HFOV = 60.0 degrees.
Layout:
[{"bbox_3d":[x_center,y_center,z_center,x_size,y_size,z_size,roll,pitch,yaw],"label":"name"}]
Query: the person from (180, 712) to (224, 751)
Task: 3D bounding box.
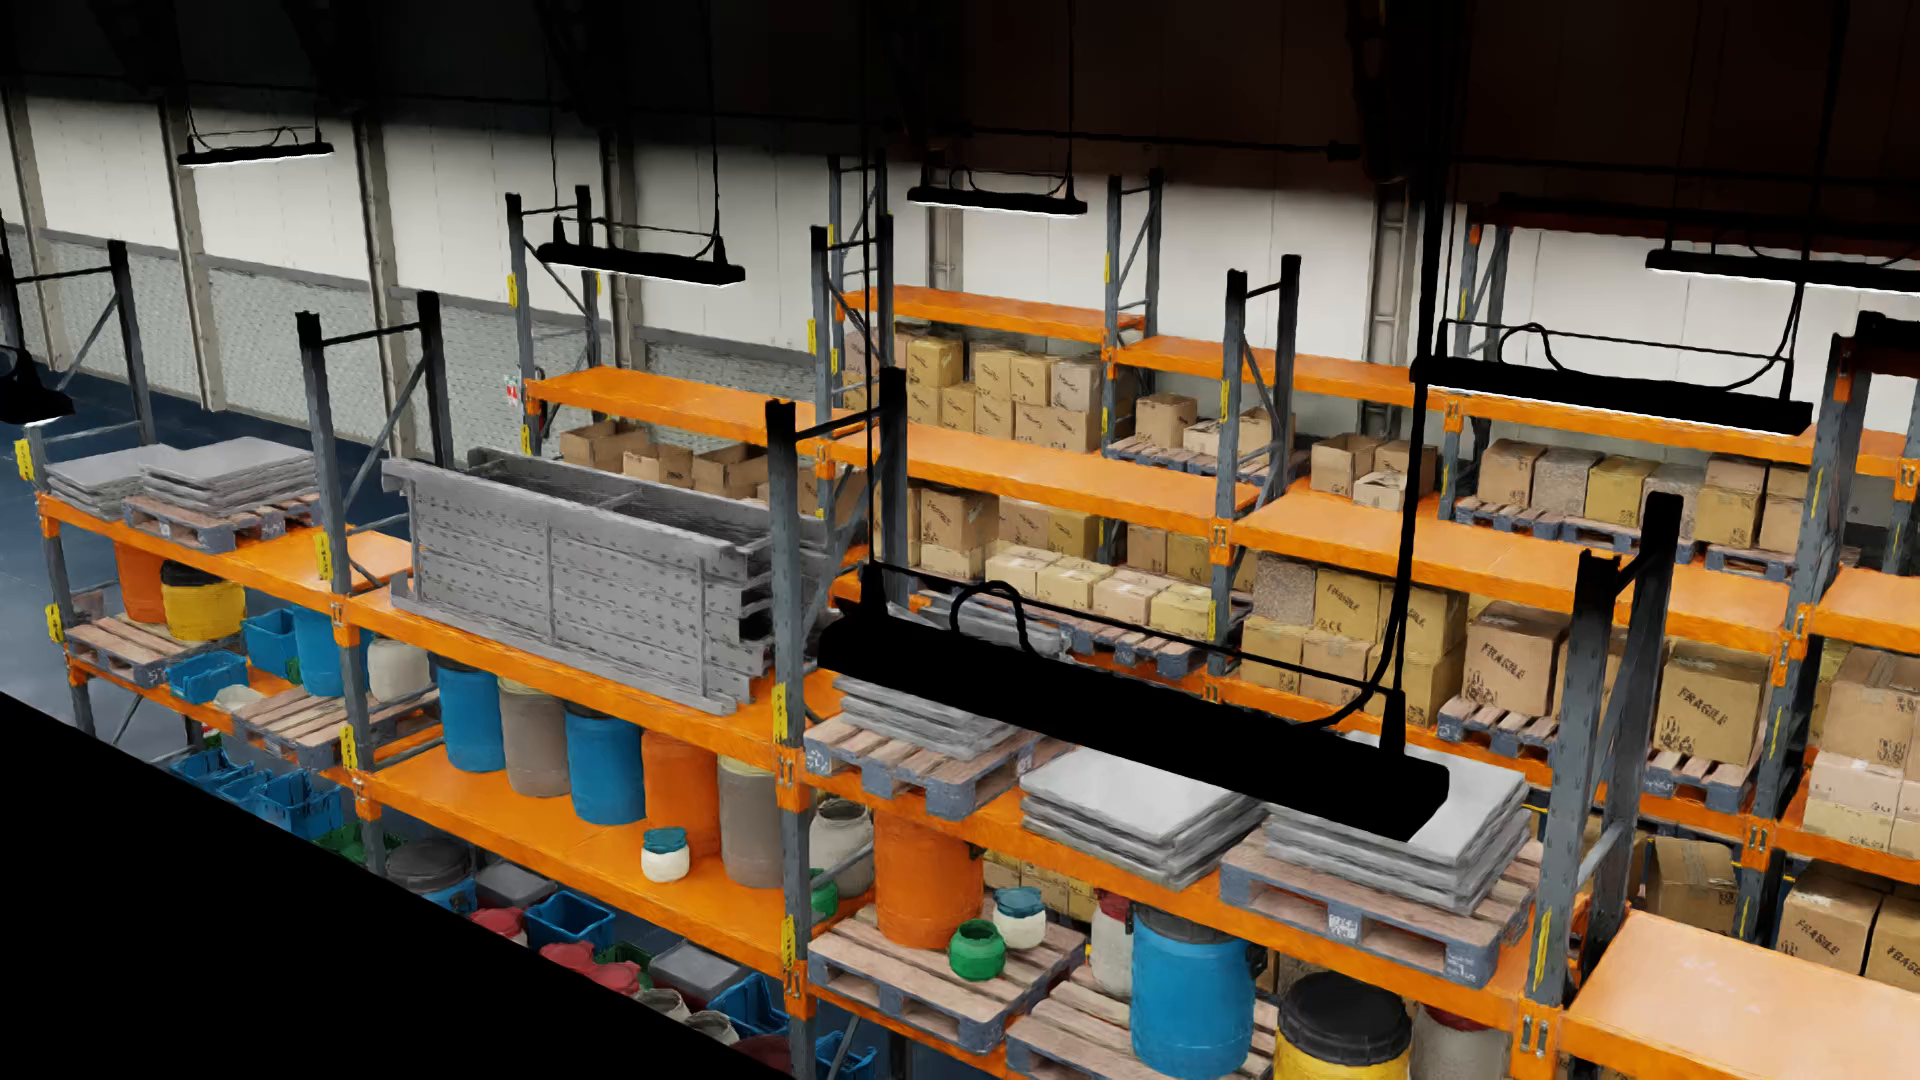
[{"bbox_3d":[-7.492,1.911,16.620,0.573,1.780,0.591,0,18,1],"label":"person"}]
